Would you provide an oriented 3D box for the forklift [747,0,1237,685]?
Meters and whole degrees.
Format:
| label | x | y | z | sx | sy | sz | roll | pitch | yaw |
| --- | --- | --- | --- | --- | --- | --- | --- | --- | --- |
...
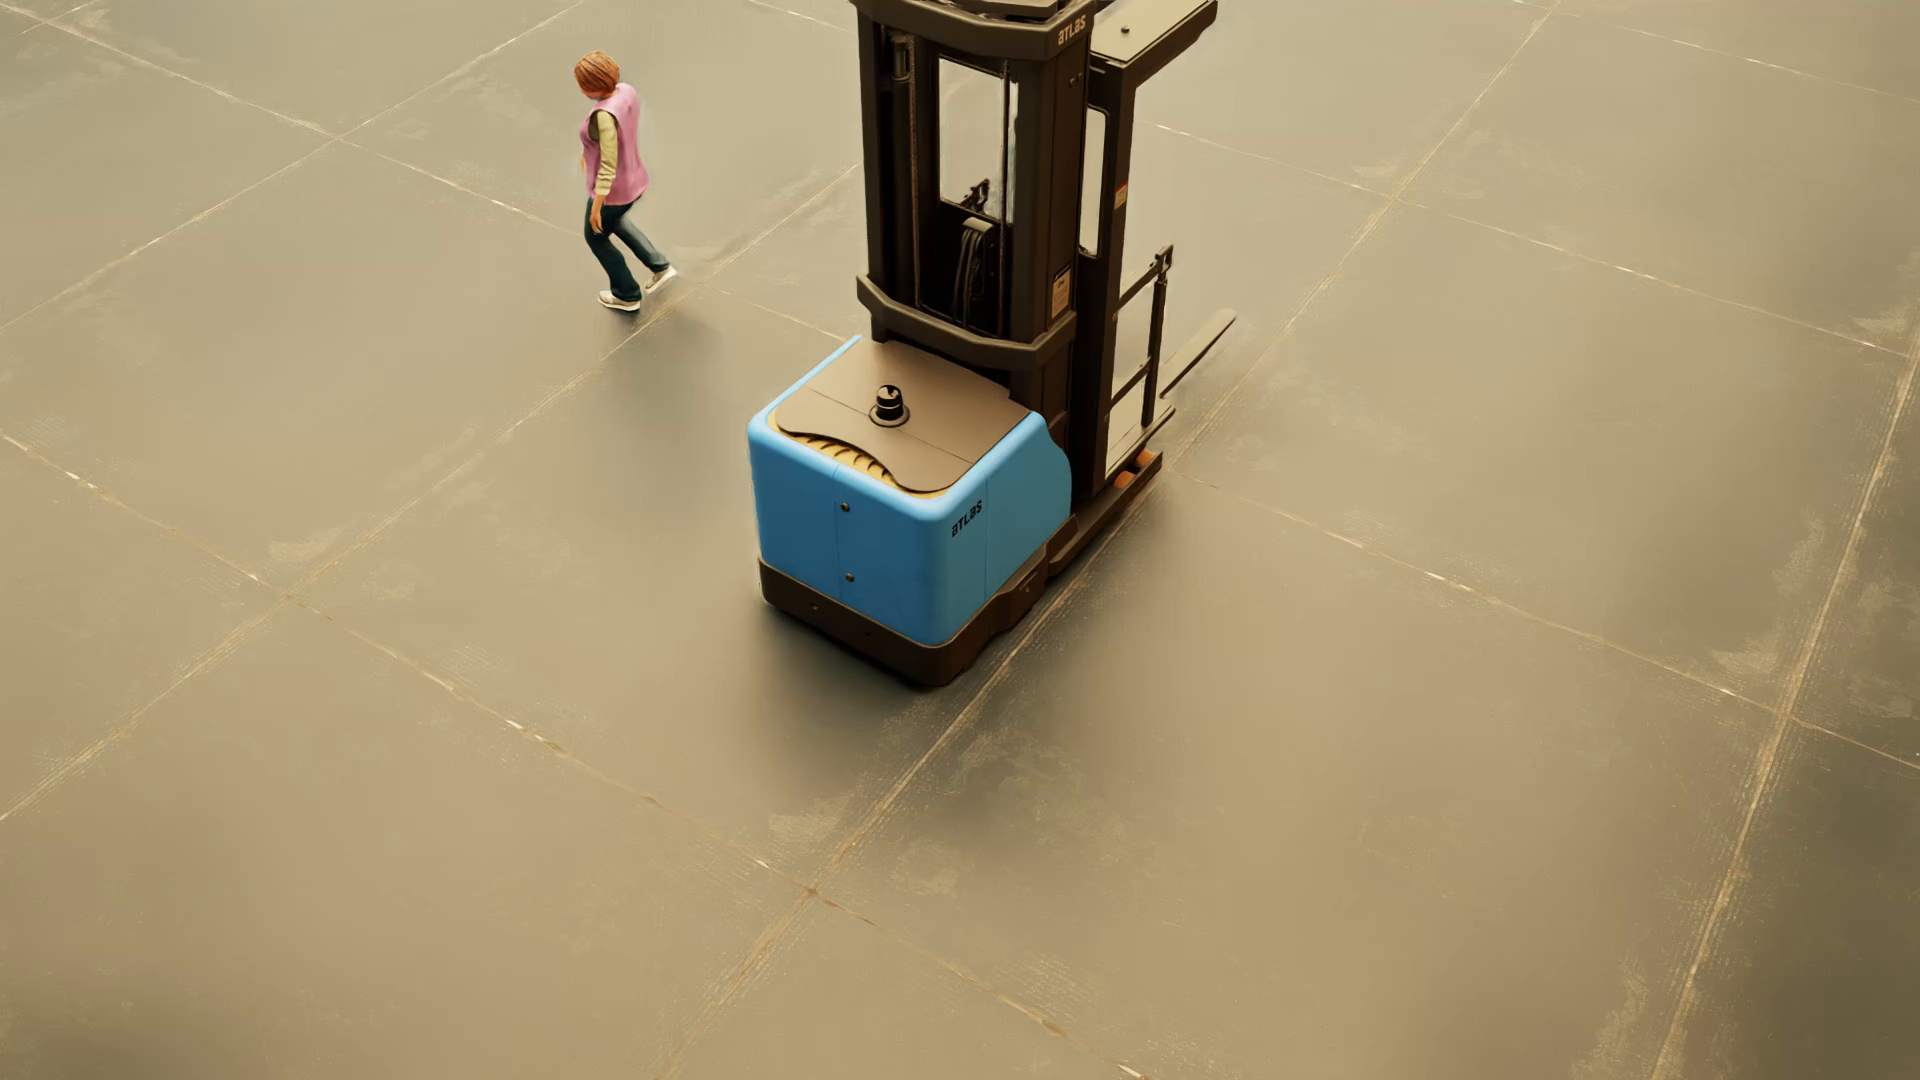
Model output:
| label | x | y | z | sx | sy | sz | roll | pitch | yaw |
| --- | --- | --- | --- | --- | --- | --- | --- | --- | --- |
| forklift | 0.348 | -1.411 | 7.337 | 1.130 | 2.935 | 3.031 | 26 | 49 | 25 |

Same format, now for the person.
| label | x | y | z | sx | sy | sz | roll | pitch | yaw |
| --- | --- | --- | --- | --- | --- | --- | --- | --- | --- |
| person | -1.864 | -1.859 | 8.813 | 0.480 | 1.562 | 0.623 | 15 | 46 | 16 |
